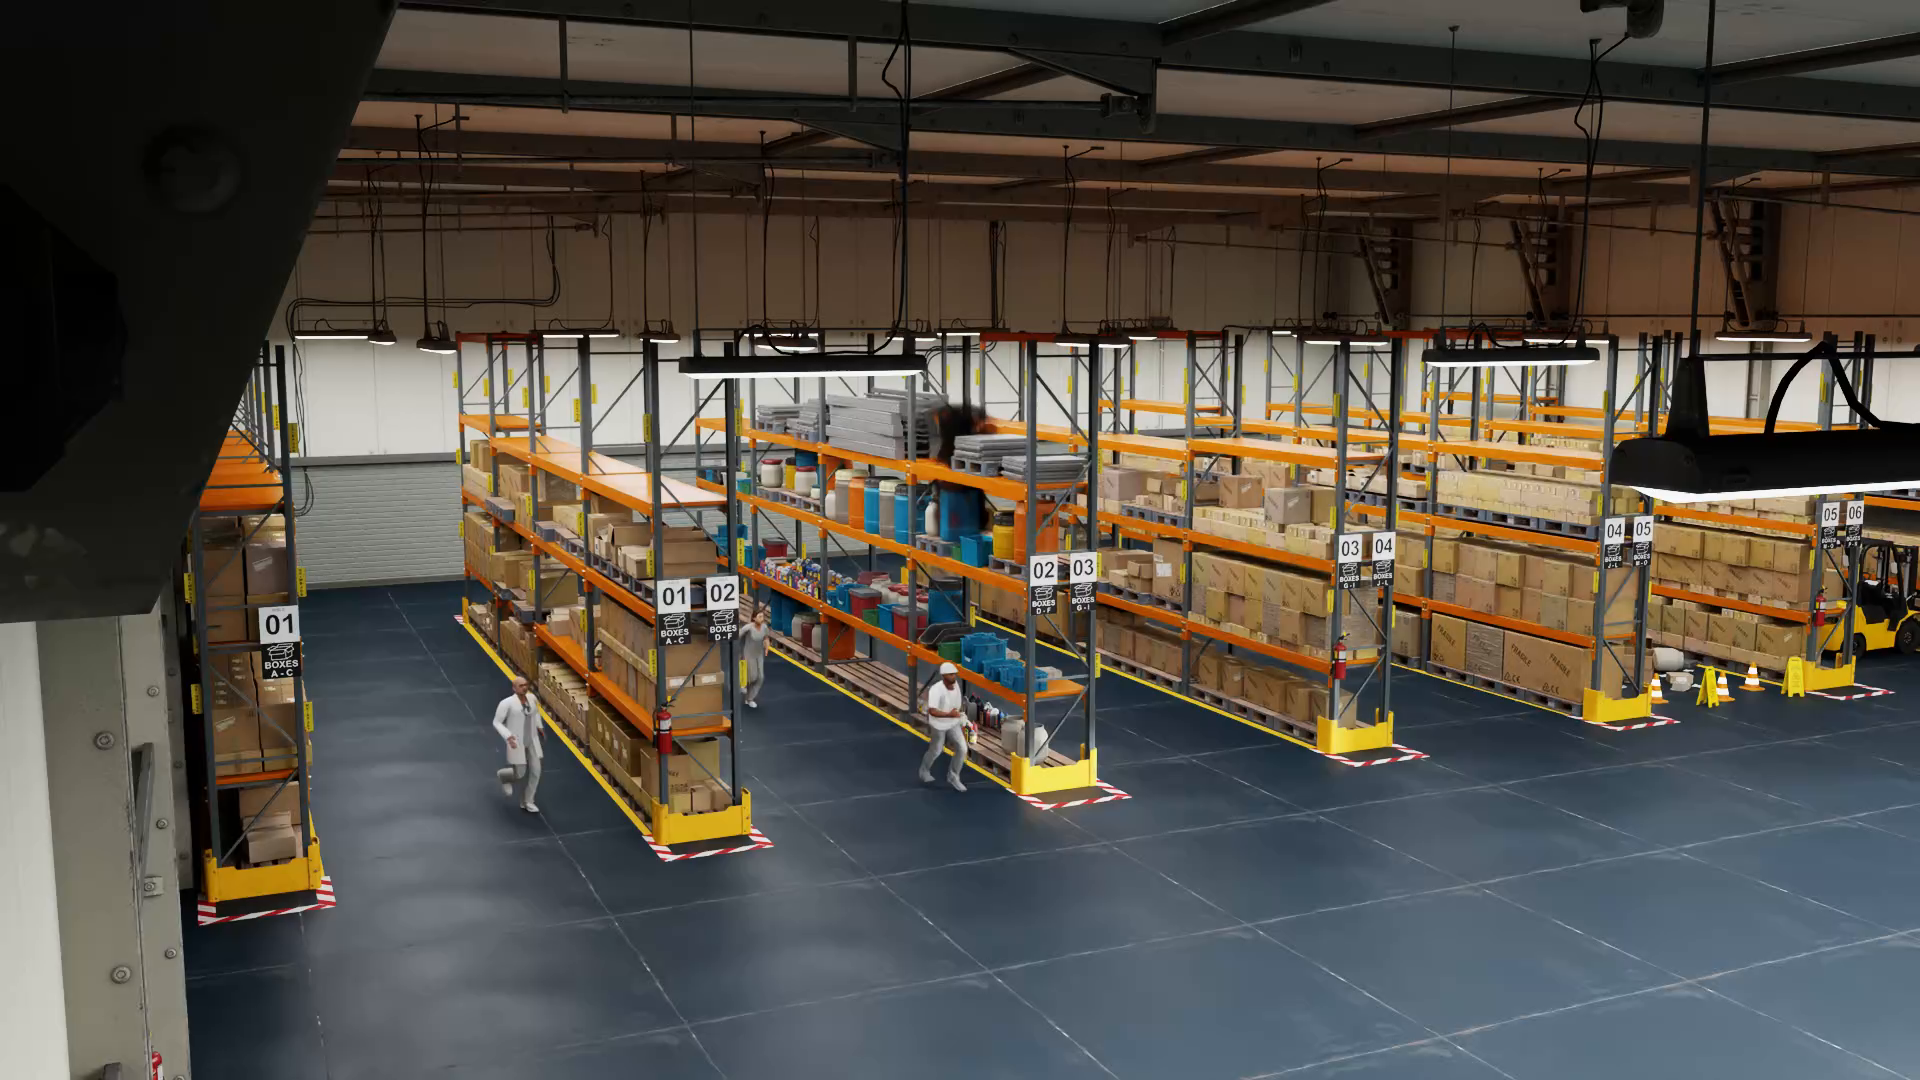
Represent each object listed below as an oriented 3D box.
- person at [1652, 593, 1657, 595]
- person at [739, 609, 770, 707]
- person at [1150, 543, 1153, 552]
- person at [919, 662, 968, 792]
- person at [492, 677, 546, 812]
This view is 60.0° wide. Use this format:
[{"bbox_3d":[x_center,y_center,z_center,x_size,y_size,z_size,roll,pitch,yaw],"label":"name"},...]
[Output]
[{"bbox_3d":[14.587,0.851,34.338,0.660,1.739,0.828,-6,9,-36],"label":"person"},{"bbox_3d":[-3.390,1.897,27.120,0.560,1.605,0.629,-7,10,-41],"label":"person"},{"bbox_3d":[5.091,-0.119,41.479,0.863,1.791,0.692,5,9,34],"label":"person"},{"bbox_3d":[-0.217,2.483,22.185,0.685,1.771,0.872,-7,11,-43],"label":"person"},{"bbox_3d":[-5.682,2.604,21.432,0.721,1.736,0.806,-7,11,-43],"label":"person"}]
